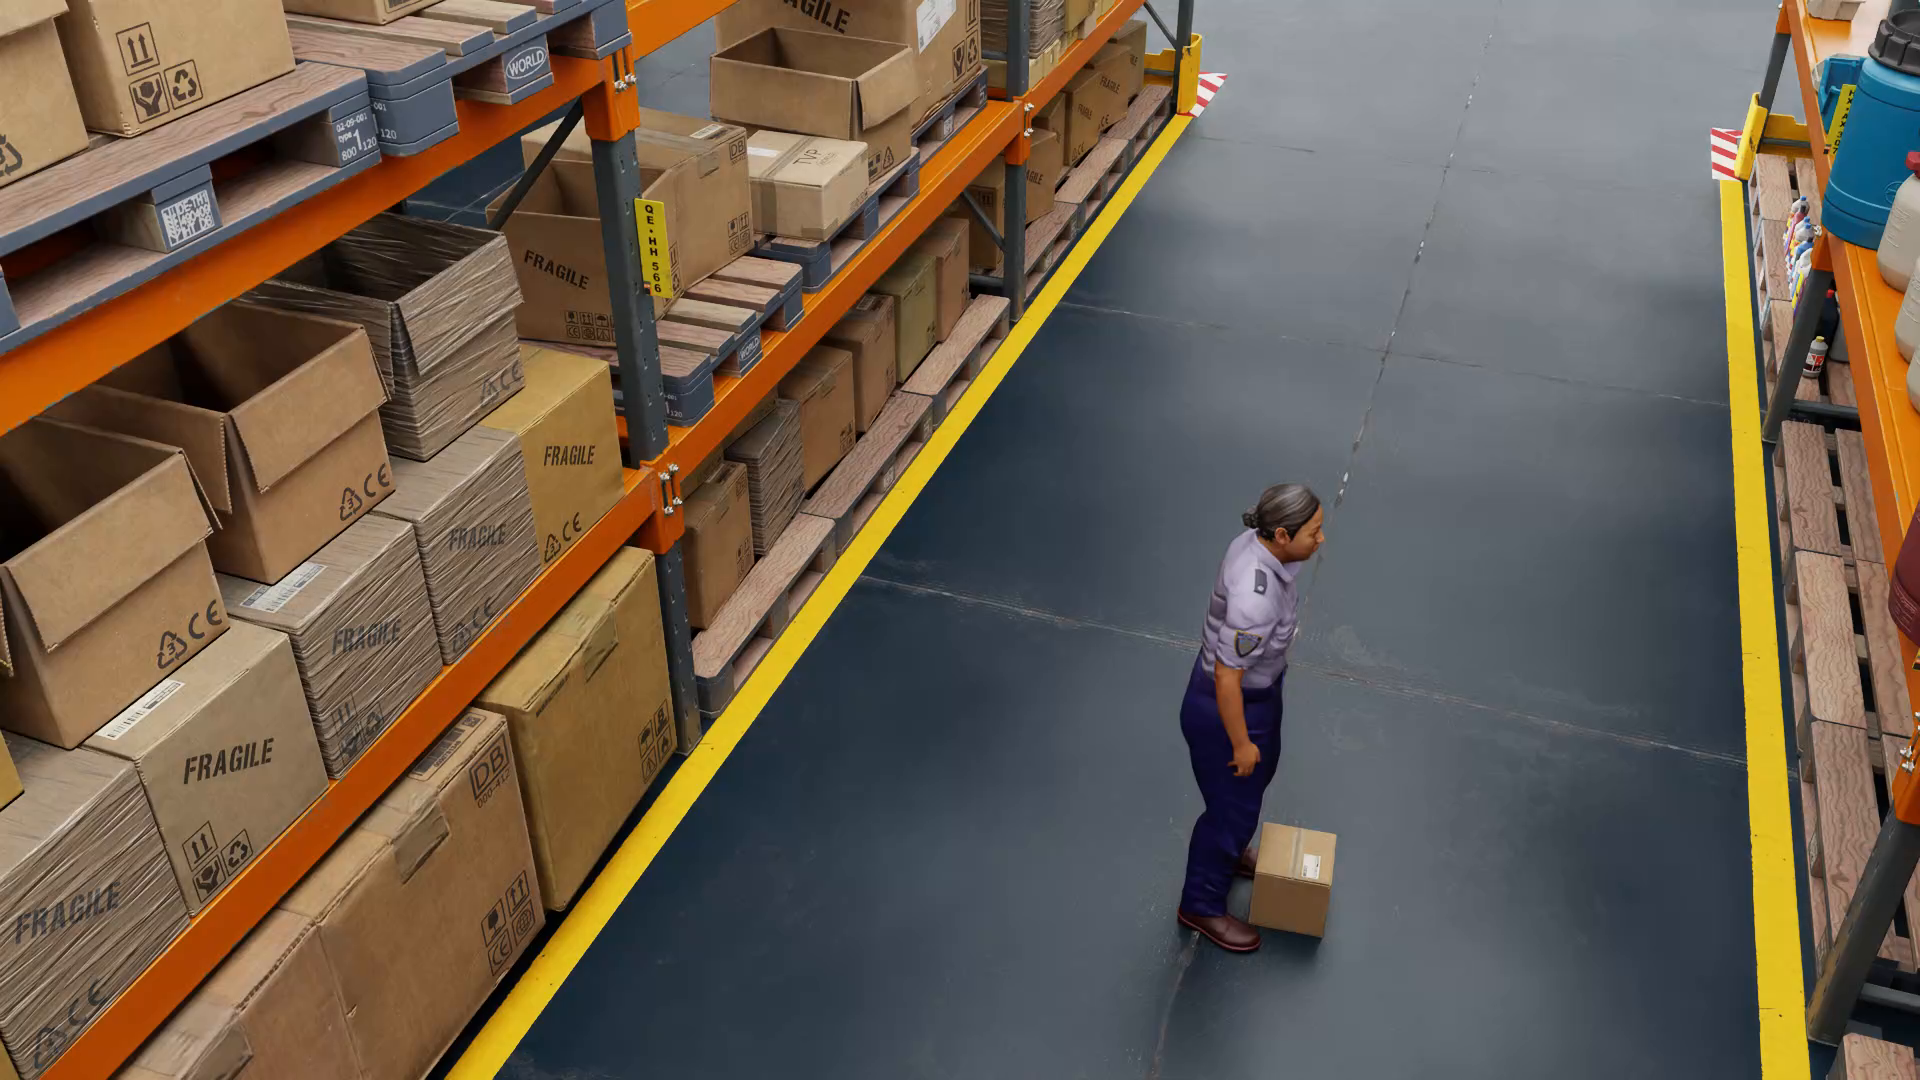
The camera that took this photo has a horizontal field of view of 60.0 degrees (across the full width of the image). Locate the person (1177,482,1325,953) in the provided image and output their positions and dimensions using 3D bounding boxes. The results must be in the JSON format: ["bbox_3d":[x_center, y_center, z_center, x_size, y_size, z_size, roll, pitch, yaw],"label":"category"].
[{"bbox_3d":[0.908,0.530,5.345,0.367,1.652,0.554,10,35,15],"label":"person"}]
